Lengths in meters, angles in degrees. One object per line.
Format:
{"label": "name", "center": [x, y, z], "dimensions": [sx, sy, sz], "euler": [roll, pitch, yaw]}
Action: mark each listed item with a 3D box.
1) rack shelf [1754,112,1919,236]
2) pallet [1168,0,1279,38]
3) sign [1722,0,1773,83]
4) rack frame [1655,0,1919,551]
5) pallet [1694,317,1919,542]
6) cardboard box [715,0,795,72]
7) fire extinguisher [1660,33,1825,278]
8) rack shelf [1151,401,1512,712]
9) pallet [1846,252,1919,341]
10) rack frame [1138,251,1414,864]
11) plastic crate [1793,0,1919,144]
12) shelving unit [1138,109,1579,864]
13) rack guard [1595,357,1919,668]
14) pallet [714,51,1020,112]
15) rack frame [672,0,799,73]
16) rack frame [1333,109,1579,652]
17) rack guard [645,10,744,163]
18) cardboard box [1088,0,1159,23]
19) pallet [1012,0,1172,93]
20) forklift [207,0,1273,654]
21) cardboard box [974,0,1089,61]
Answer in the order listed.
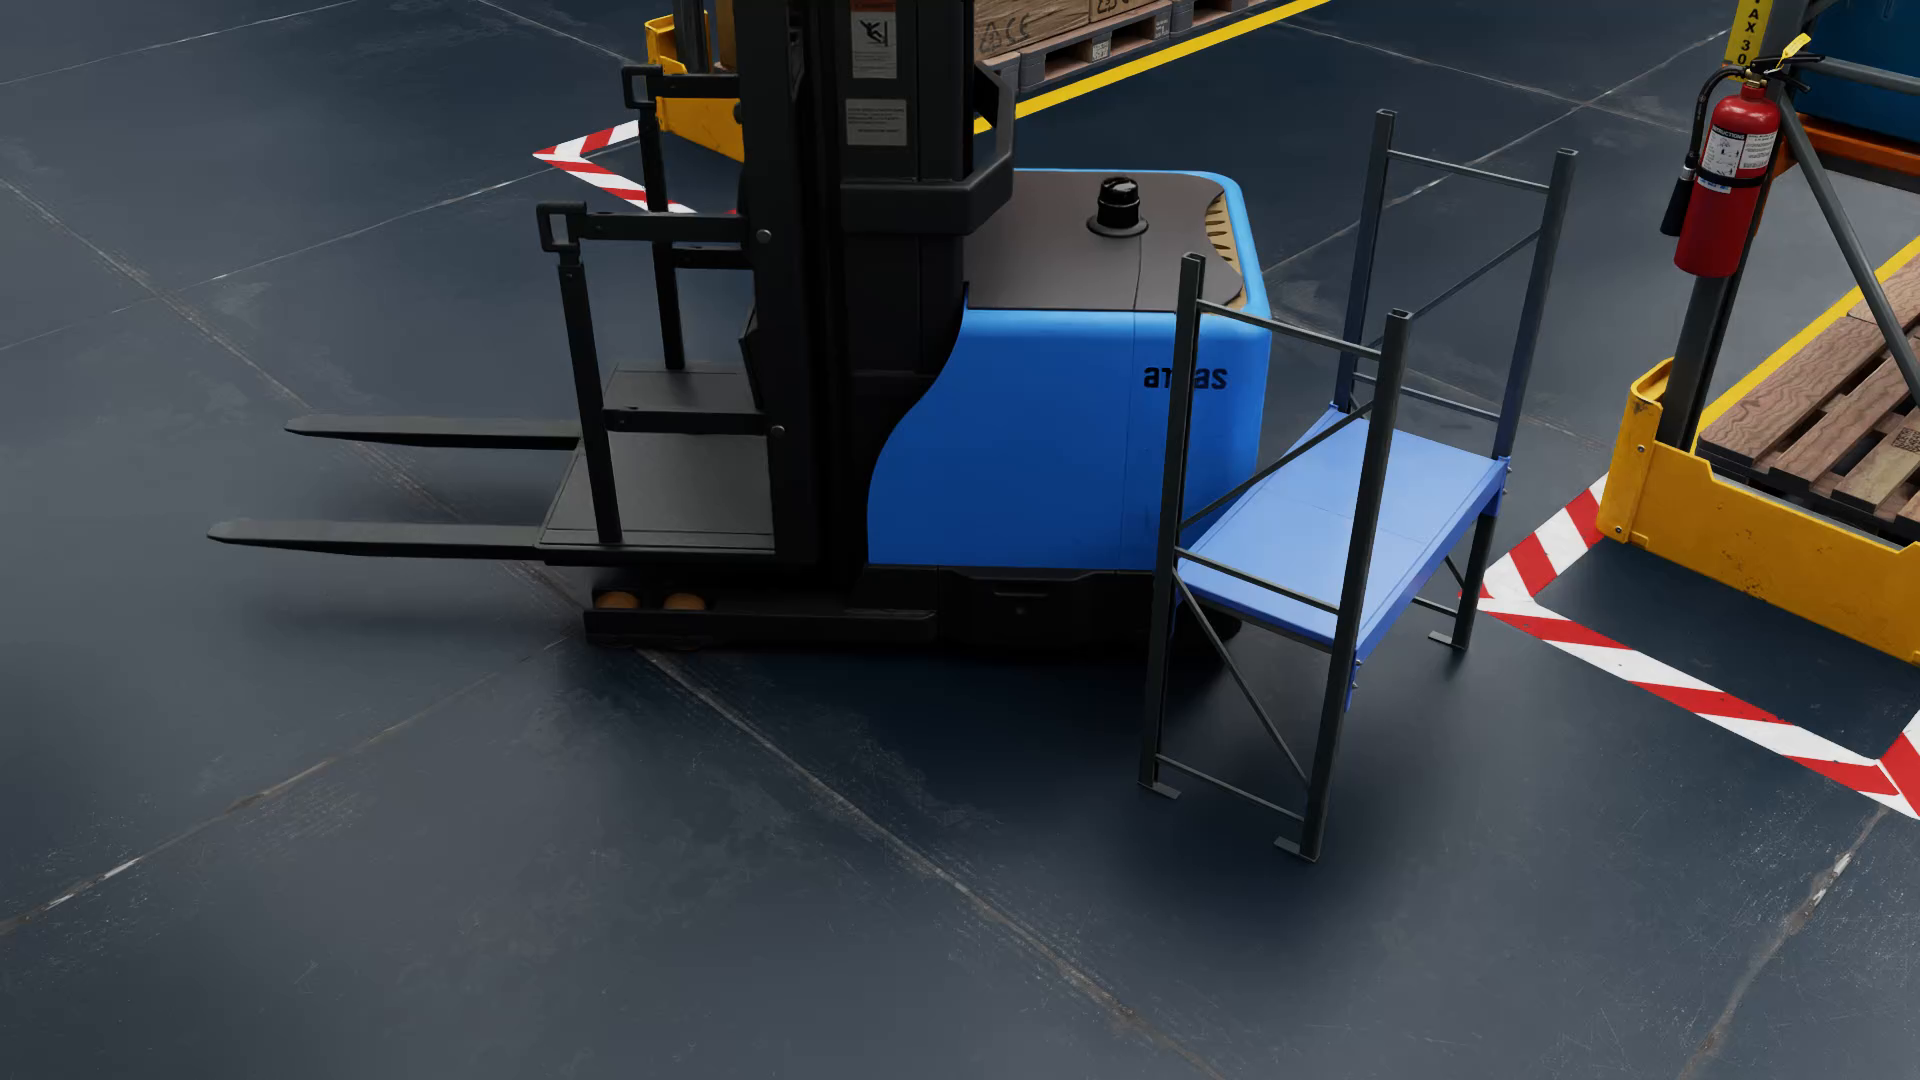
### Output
{"label": "rack shelf", "center": [3.954, -1.635, 5.601], "dimensions": [1.077, 0.370, 4.000], "euler": [30, 45, 35]}
{"label": "pallet", "center": [1.257, -3.317, 9.822], "dimensions": [1.003, 0.211, 1.213], "euler": [30, 45, 35]}
{"label": "sign", "center": [2.144, -1.400, 4.492], "dimensions": [0.100, 0.325, 0.005], "euler": [30, 45, 35]}
{"label": "rack frame", "center": [2.545, -1.118, 4.231], "dimensions": [1.000, 3.000, 0.127], "euler": [30, 45, 35]}
{"label": "pallet", "center": [3.154, -0.293, 5.486], "dimensions": [1.003, 0.211, 1.213], "euler": [30, 45, 35]}
{"label": "cardboard box", "center": [-0.575, -2.707, 7.999], "dimensions": [0.875, 0.875, 0.875], "euler": [30, 45, 35]}
{"label": "fire extinguisher", "center": [2.117, -1.055, 4.534], "dimensions": [0.296, 0.674, 0.183], "euler": [30, 45, 35]}
{"label": "rack shelf", "center": [0.967, 0.005, 4.247], "dimensions": [0.538, 0.185, 1.000], "euler": [22, 40, 28]}
{"label": "pallet", "center": [4.013, -0.786, 6.193], "dimensions": [1.003, 0.211, 1.213], "euler": [30, 45, 35]}
{"label": "rack frame", "center": [0.677, 0.096, 3.801], "dimensions": [0.500, 1.500, 0.032], "euler": [22, 40, 28]}
{"label": "plastic crate", "center": [2.649, -1.368, 4.506], "dimensions": [0.616, 0.435, 0.499], "euler": [30, 45, 35]}
{"label": "shelving unit", "center": [0.967, -0.143, 4.144], "dimensions": [0.538, 1.500, 1.048], "euler": [22, 40, 28]}
{"label": "rack guard", "center": [2.538, -0.078, 4.924], "dimensions": [1.175, 0.500, 0.348], "euler": [30, 45, 35]}
{"label": "pallet", "center": [-0.462, -2.326, 8.401], "dimensions": [1.003, 0.211, 1.213], "euler": [30, 45, 35]}
{"label": "rack frame", "center": [-0.970, -3.114, 7.093], "dimensions": [1.000, 3.000, 0.127], "euler": [30, 45, 35]}
{"label": "rack frame", "center": [1.256, -0.382, 4.487], "dimensions": [0.500, 1.500, 0.032], "euler": [22, 40, 28]}
{"label": "rack guard", "center": [-0.986, -2.079, 7.794], "dimensions": [1.175, 0.500, 0.348], "euler": [30, 45, 35]}
{"label": "cardboard box", "center": [0.693, -3.438, 9.047], "dimensions": [0.875, 0.875, 0.875], "euler": [30, 45, 35]}
{"label": "pallet", "center": [0.398, -2.819, 9.108], "dimensions": [1.003, 0.211, 1.213], "euler": [30, 45, 35]}
{"label": "forklift", "center": [-0.685, -1.184, 4.385], "dimensions": [3.031, 2.935, 1.130], "euler": [1, 35, 2]}
{"label": "cardboard box", "center": [0.066, -3.076, 8.529], "dimensions": [0.875, 0.875, 0.875], "euler": [30, 45, 35]}
